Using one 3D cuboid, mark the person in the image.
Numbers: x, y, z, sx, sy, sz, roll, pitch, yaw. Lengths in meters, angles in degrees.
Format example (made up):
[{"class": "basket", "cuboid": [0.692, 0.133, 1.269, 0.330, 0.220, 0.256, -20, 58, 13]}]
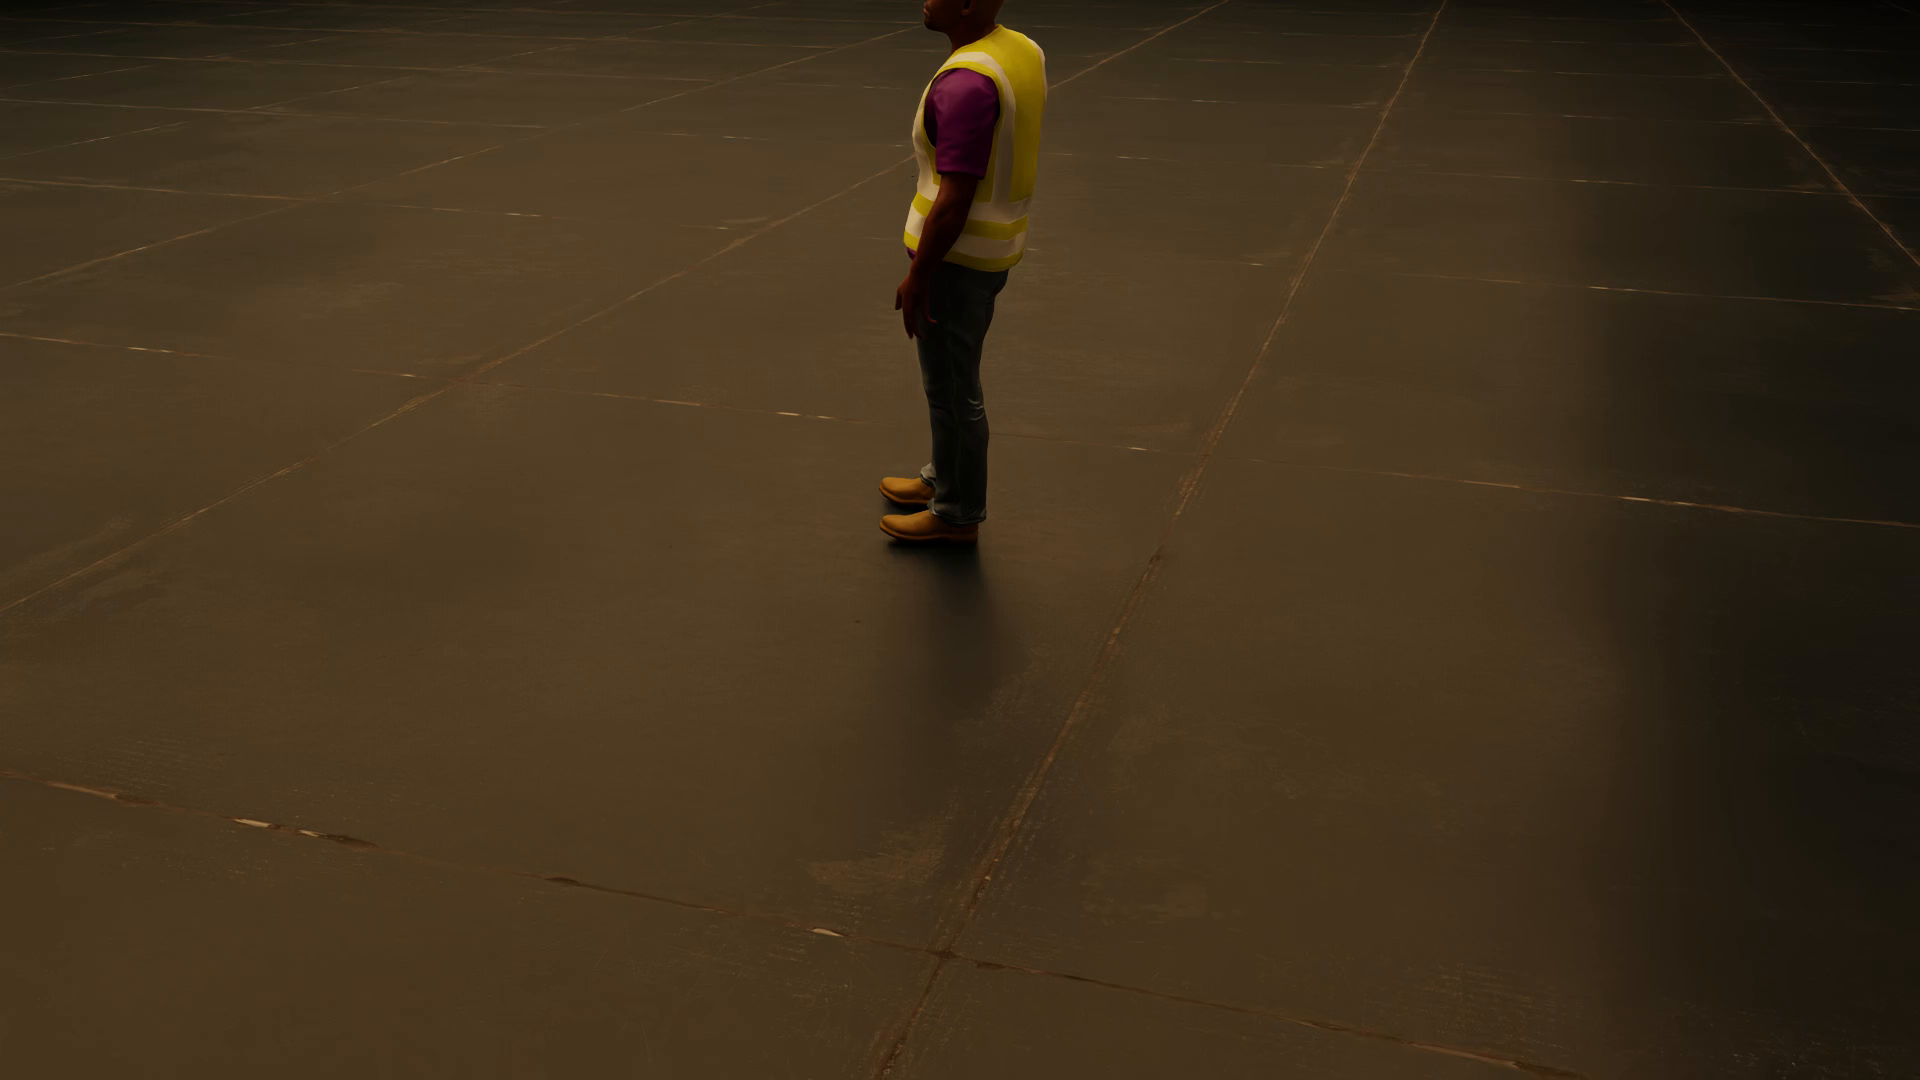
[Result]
[{"class": "person", "cuboid": [-0.064, -0.833, 4.806, 0.577, 1.765, 0.665, 7, 23, 16]}]
